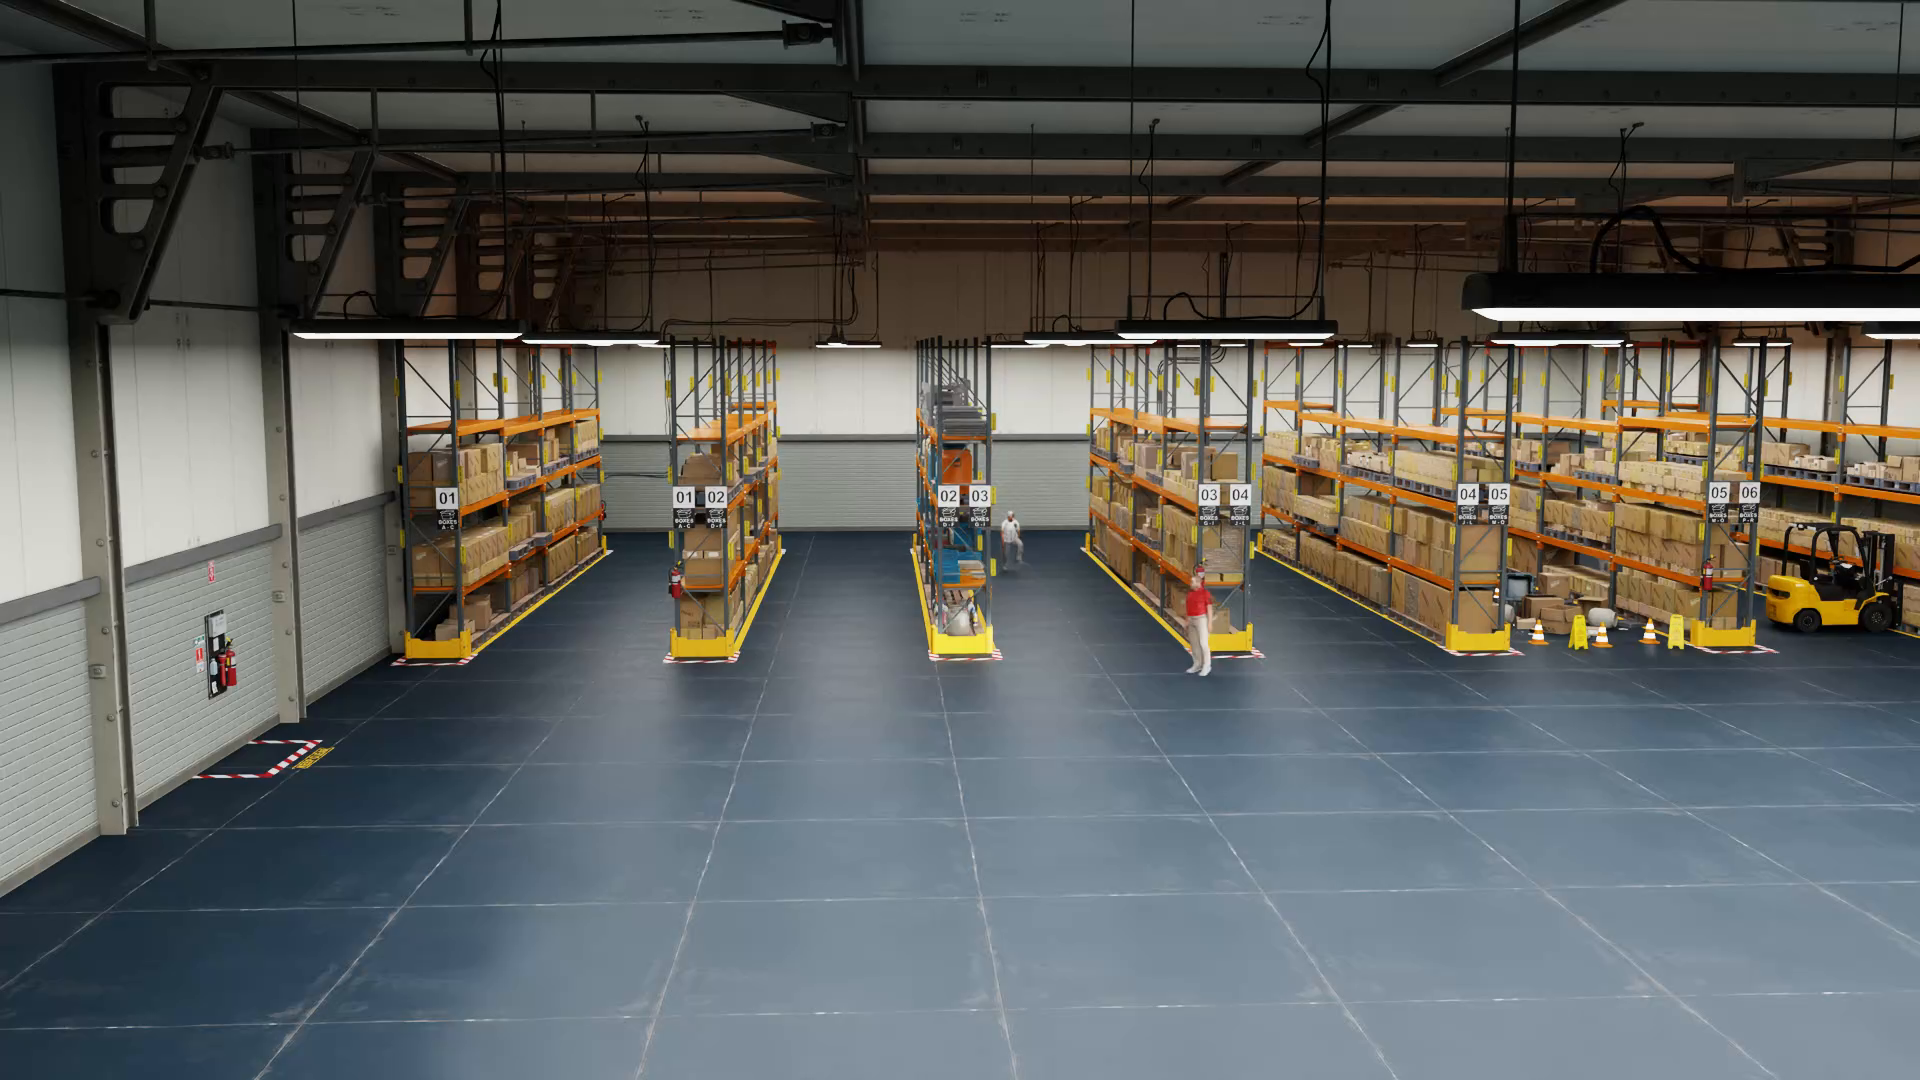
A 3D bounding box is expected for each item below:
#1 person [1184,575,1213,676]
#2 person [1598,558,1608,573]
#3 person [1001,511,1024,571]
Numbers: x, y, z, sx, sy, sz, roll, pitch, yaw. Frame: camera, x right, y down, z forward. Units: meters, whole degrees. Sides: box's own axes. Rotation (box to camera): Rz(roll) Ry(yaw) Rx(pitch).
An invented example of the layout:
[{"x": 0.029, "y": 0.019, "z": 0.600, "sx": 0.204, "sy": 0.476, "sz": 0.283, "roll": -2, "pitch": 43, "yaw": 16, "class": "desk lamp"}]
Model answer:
[{"x": 4.224, "y": 1.517, "z": 29.669, "sx": 0.394, "sy": 1.775, "sz": 0.599, "roll": -6, "pitch": 9, "yaw": -41, "class": "person"}, {"x": 16.340, "y": 0.092, "z": 42.322, "sx": 0.390, "sy": 1.689, "sz": 0.509, "roll": 3, "pitch": 7, "yaw": 23, "class": "person"}, {"x": 1.336, "y": 0.034, "z": 42.897, "sx": 0.563, "sy": 1.587, "sz": 1.016, "roll": -1, "pitch": 7, "yaw": -12, "class": "person"}]
